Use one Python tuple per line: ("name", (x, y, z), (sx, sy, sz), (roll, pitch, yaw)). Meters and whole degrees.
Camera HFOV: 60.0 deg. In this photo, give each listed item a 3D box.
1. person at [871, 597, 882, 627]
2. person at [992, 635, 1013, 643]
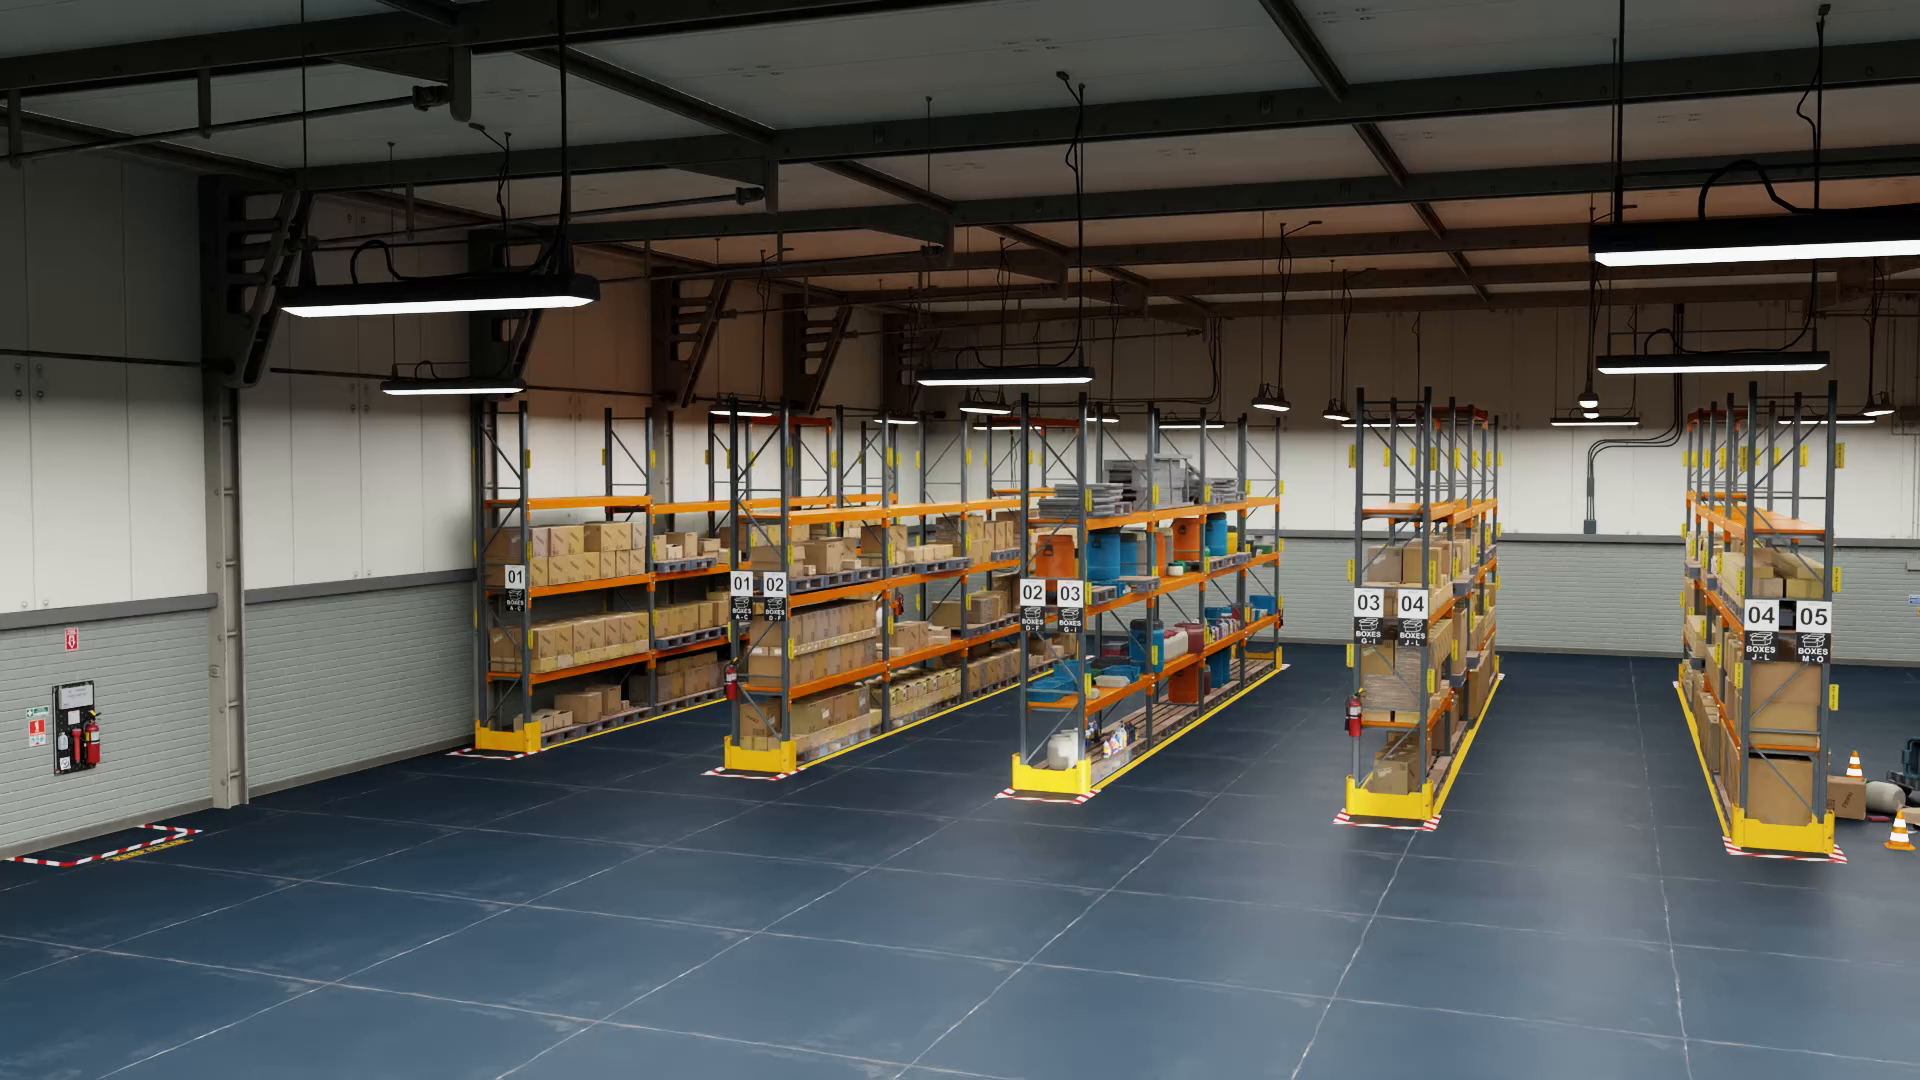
("person", (-2.027, 2.198, 39.334), (0.623, 1.711, 1.087), (1, 3, 17))
("person", (1.131, 2.039, 44.697), (0.931, 1.551, 0.397), (2, 3, 31))
